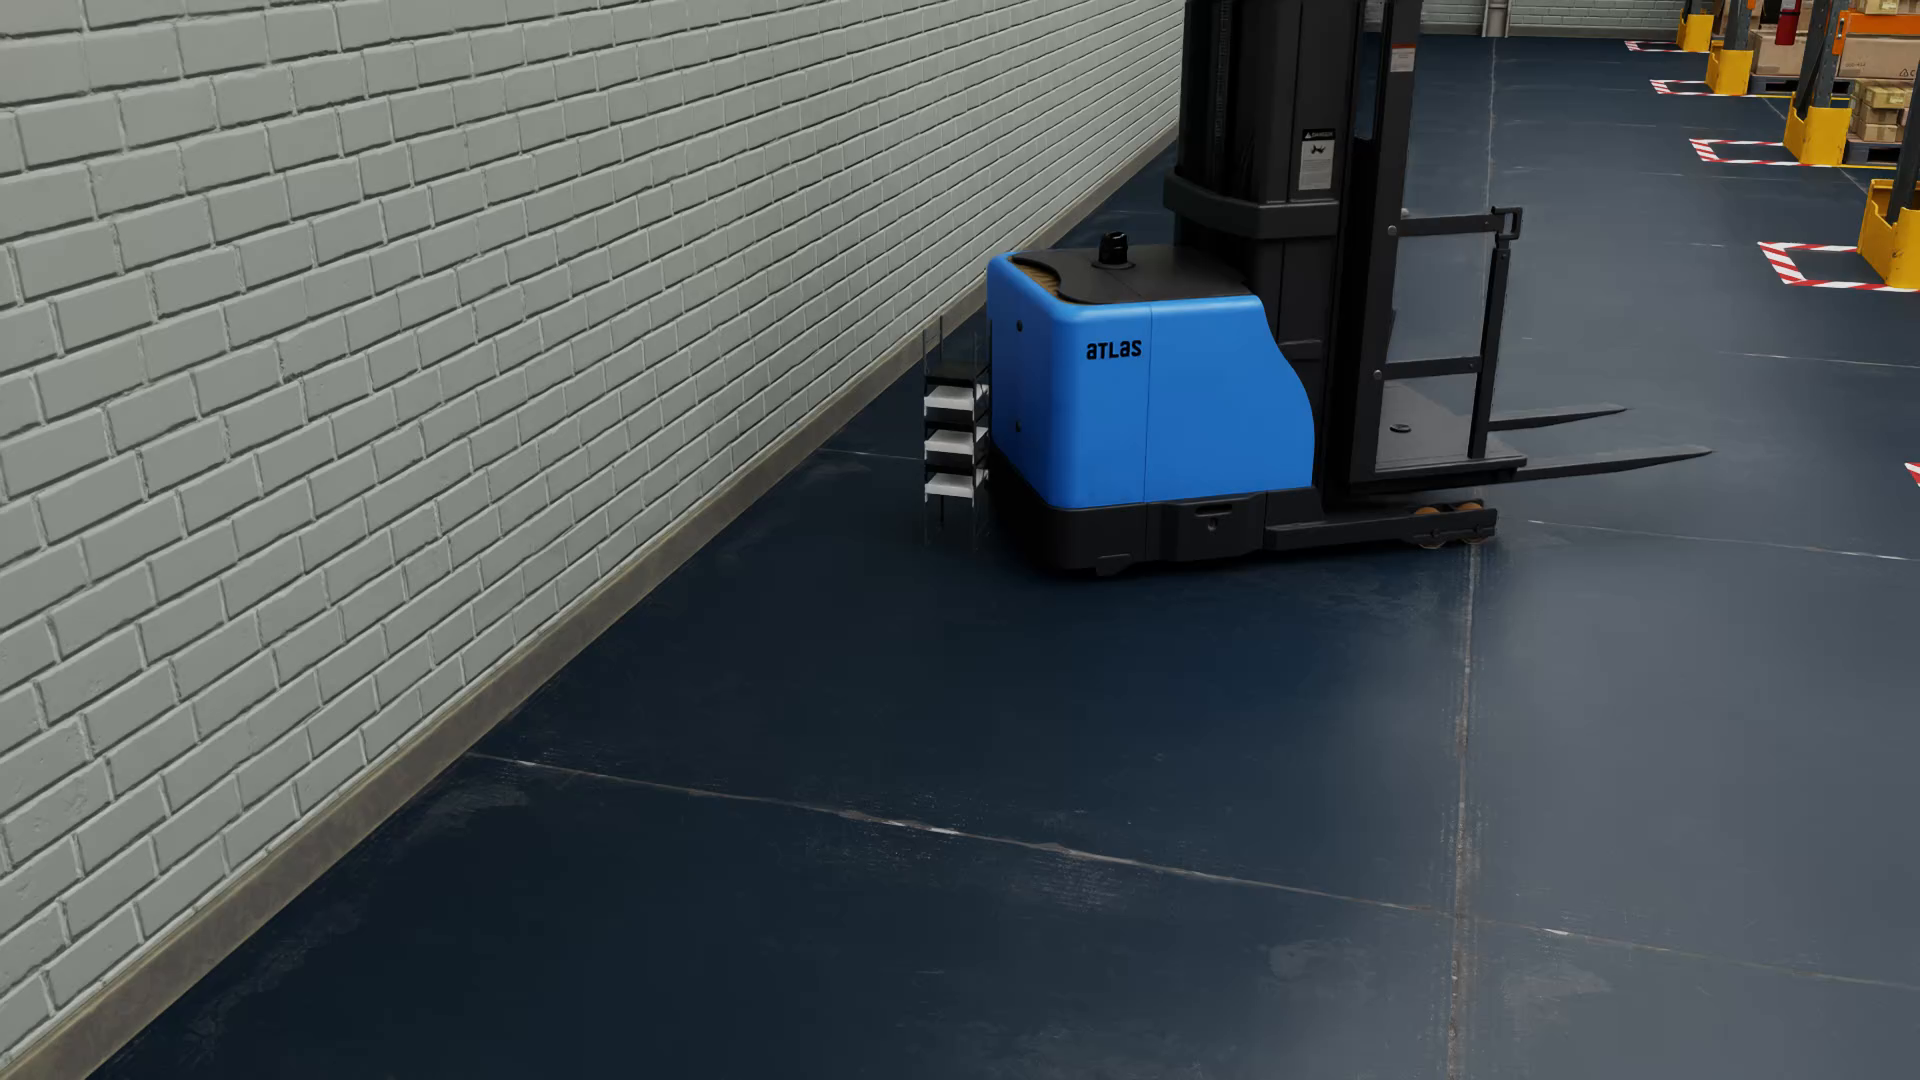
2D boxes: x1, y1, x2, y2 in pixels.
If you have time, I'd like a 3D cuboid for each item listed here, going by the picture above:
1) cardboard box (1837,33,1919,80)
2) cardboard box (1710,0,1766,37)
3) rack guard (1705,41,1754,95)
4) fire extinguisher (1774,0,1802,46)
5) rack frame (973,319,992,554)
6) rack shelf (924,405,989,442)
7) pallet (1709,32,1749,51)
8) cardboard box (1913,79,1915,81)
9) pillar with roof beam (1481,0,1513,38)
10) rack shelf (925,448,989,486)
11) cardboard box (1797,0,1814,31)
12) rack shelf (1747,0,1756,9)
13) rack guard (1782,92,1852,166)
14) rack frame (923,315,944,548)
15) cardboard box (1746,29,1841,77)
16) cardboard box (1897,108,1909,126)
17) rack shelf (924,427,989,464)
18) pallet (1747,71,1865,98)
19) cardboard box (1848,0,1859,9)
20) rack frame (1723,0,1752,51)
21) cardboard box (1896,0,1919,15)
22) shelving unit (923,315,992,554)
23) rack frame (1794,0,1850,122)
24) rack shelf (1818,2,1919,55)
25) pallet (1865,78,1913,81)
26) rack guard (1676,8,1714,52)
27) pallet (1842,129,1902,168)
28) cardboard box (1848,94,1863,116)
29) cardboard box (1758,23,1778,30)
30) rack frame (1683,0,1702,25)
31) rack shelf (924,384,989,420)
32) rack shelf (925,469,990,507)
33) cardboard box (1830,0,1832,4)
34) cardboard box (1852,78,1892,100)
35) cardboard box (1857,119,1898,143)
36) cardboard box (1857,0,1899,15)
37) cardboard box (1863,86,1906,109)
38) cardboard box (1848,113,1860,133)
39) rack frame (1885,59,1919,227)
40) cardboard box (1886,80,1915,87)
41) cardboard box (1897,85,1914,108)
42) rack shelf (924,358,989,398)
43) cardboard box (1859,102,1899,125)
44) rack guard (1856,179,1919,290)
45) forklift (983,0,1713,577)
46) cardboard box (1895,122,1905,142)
[{"bbox_3d":[10.759,-5.685,19.499,0.875,0.438,0.875,7,23,17],"label":"cardboard box"},{"bbox_3d":[11.208,-7.551,23.961,0.637,0.503,0.797,6,23,13],"label":"cardboard box"},{"bbox_3d":[9.196,-5.655,19.898,0.348,0.500,1.175,7,23,16],"label":"rack guard"},{"bbox_3d":[7.778,-4.986,15.567,0.183,0.674,0.296,7,23,16],"label":"fire extinguisher"},{"bbox_3d":[0.090,-0.406,6.574,0.006,0.900,0.240,7,23,16],"label":"rack frame"},{"bbox_3d":[-0.008,-0.470,6.580,0.200,0.077,0.258,7,23,16],"label":"rack shelf"},{"bbox_3d":[11.486,-7.227,24.111,1.213,0.211,1.003,7,23,16],"label":"pallet"},{"bbox_3d":[8.975,-4.153,15.362,0.250,0.149,0.380,6,23,14],"label":"cardboard box"},{"bbox_3d":[7.085,-10.447,20.382,0.400,9.000,9.100,7,23,16],"label":"pillar with roof beam"},{"bbox_3d":[-0.008,-0.303,6.648,0.200,0.077,0.258,7,23,16],"label":"rack shelf"},{"bbox_3d":[12.015,-7.441,23.699,0.500,0.500,0.700,8,23,18],"label":"cardboard box"},{"bbox_3d":[11.134,-6.257,19.019,4.000,0.370,1.077,7,23,16],"label":"rack shelf"},{"bbox_3d":[7.959,-3.835,15.460,0.348,0.500,1.175,7,23,16],"label":"rack guard"},{"bbox_3d":[-0.105,-0.428,6.629,0.006,0.900,0.240,7,23,16],"label":"rack frame"},{"bbox_3d":[9.880,-5.782,19.736,0.875,0.438,0.875,6,23,14],"label":"cardboard box"},{"bbox_3d":[8.560,-3.811,14.920,0.250,0.149,0.380,6,23,15],"label":"cardboard box"},{"bbox_3d":[-0.008,-0.386,6.614,0.200,0.077,0.258,7,23,16],"label":"rack shelf"},{"bbox_3d":[10.007,-5.460,19.802,1.213,0.211,1.003,7,23,16],"label":"pallet"},{"bbox_3d":[8.280,-4.950,15.217,0.250,0.149,0.380,7,23,16],"label":"cardboard box"},{"bbox_3d":[9.219,-6.809,19.417,0.127,3.000,1.000,7,23,16],"label":"rack frame"},{"bbox_3d":[8.357,-4.716,14.645,0.250,0.149,0.380,7,23,17],"label":"cardboard box"},{"bbox_3d":[-0.008,-0.417,6.601,0.210,0.900,0.258,7,23,16],"label":"shelving unit"},{"bbox_3d":[7.886,-4.999,15.006,0.127,3.000,1.000,7,23,16],"label":"rack frame"},{"bbox_3d":[9.801,-4.447,14.608,4.000,0.370,1.077,7,23,16],"label":"rack shelf"},{"bbox_3d":[11.172,-5.325,19.474,1.213,0.211,1.003,7,23,16],"label":"pallet"},{"bbox_3d":[10.722,-7.448,24.269,0.348,0.500,1.175,7,23,16],"label":"rack guard"},{"bbox_3d":[8.727,-3.599,15.266,1.213,0.211,1.003,7,23,16],"label":"pallet"},{"bbox_3d":[8.474,-4.058,15.522,0.250,0.149,0.380,6,23,14],"label":"cardboard box"},{"bbox_3d":[11.603,-7.326,23.881,0.250,0.149,0.380,6,23,13],"label":"cardboard box"},{"bbox_3d":[10.650,-8.613,23.815,0.127,3.000,1.000,7,23,16],"label":"rack frame"},{"bbox_3d":[-0.008,-0.553,6.546,0.200,0.077,0.258,7,23,16],"label":"rack shelf"},{"bbox_3d":[-0.008,-0.220,6.682,0.200,0.077,0.258,7,23,16],"label":"rack shelf"},{"bbox_3d":[12.492,-7.347,23.469,0.500,0.500,0.500,7,23,17],"label":"cardboard box"},{"bbox_3d":[8.466,-4.184,15.437,0.250,0.149,0.380,7,23,16],"label":"cardboard box"},{"bbox_3d":[8.295,-3.701,15.043,0.250,0.149,0.380,7,23,17],"label":"cardboard box"},{"bbox_3d":[8.102,-4.729,14.676,0.250,0.149,0.380,6,23,15],"label":"cardboard box"},{"bbox_3d":[8.290,-3.969,14.913,0.250,0.149,0.380,5,23,13],"label":"cardboard box"},{"bbox_3d":[8.450,-3.893,15.511,0.250,0.149,0.380,7,23,16],"label":"cardboard box"},{"bbox_3d":[6.357,-3.208,10.639,0.127,3.000,1.000,7,23,16],"label":"rack frame"},{"bbox_3d":[8.690,-4.136,15.319,0.250,0.149,0.380,7,23,17],"label":"cardboard box"},{"bbox_3d":[8.588,-3.983,14.946,0.250,0.149,0.380,7,23,16],"label":"cardboard box"},{"bbox_3d":[-0.008,-0.636,6.512,0.200,0.077,0.258,7,23,16],"label":"rack shelf"},{"bbox_3d":[8.314,-3.862,15.043,0.250,0.149,0.380,8,23,18],"label":"cardboard box"},{"bbox_3d":[6.334,-2.055,11.120,0.348,0.500,1.175,7,23,16],"label":"rack guard"},{"bbox_3d":[1.673,-1.506,6.579,3.031,2.935,1.130,-6,23,-14],"label":"forklift"},{"bbox_3d":[8.570,-3.702,15.046,0.250,0.149,0.380,6,23,15],"label":"cardboard box"}]
